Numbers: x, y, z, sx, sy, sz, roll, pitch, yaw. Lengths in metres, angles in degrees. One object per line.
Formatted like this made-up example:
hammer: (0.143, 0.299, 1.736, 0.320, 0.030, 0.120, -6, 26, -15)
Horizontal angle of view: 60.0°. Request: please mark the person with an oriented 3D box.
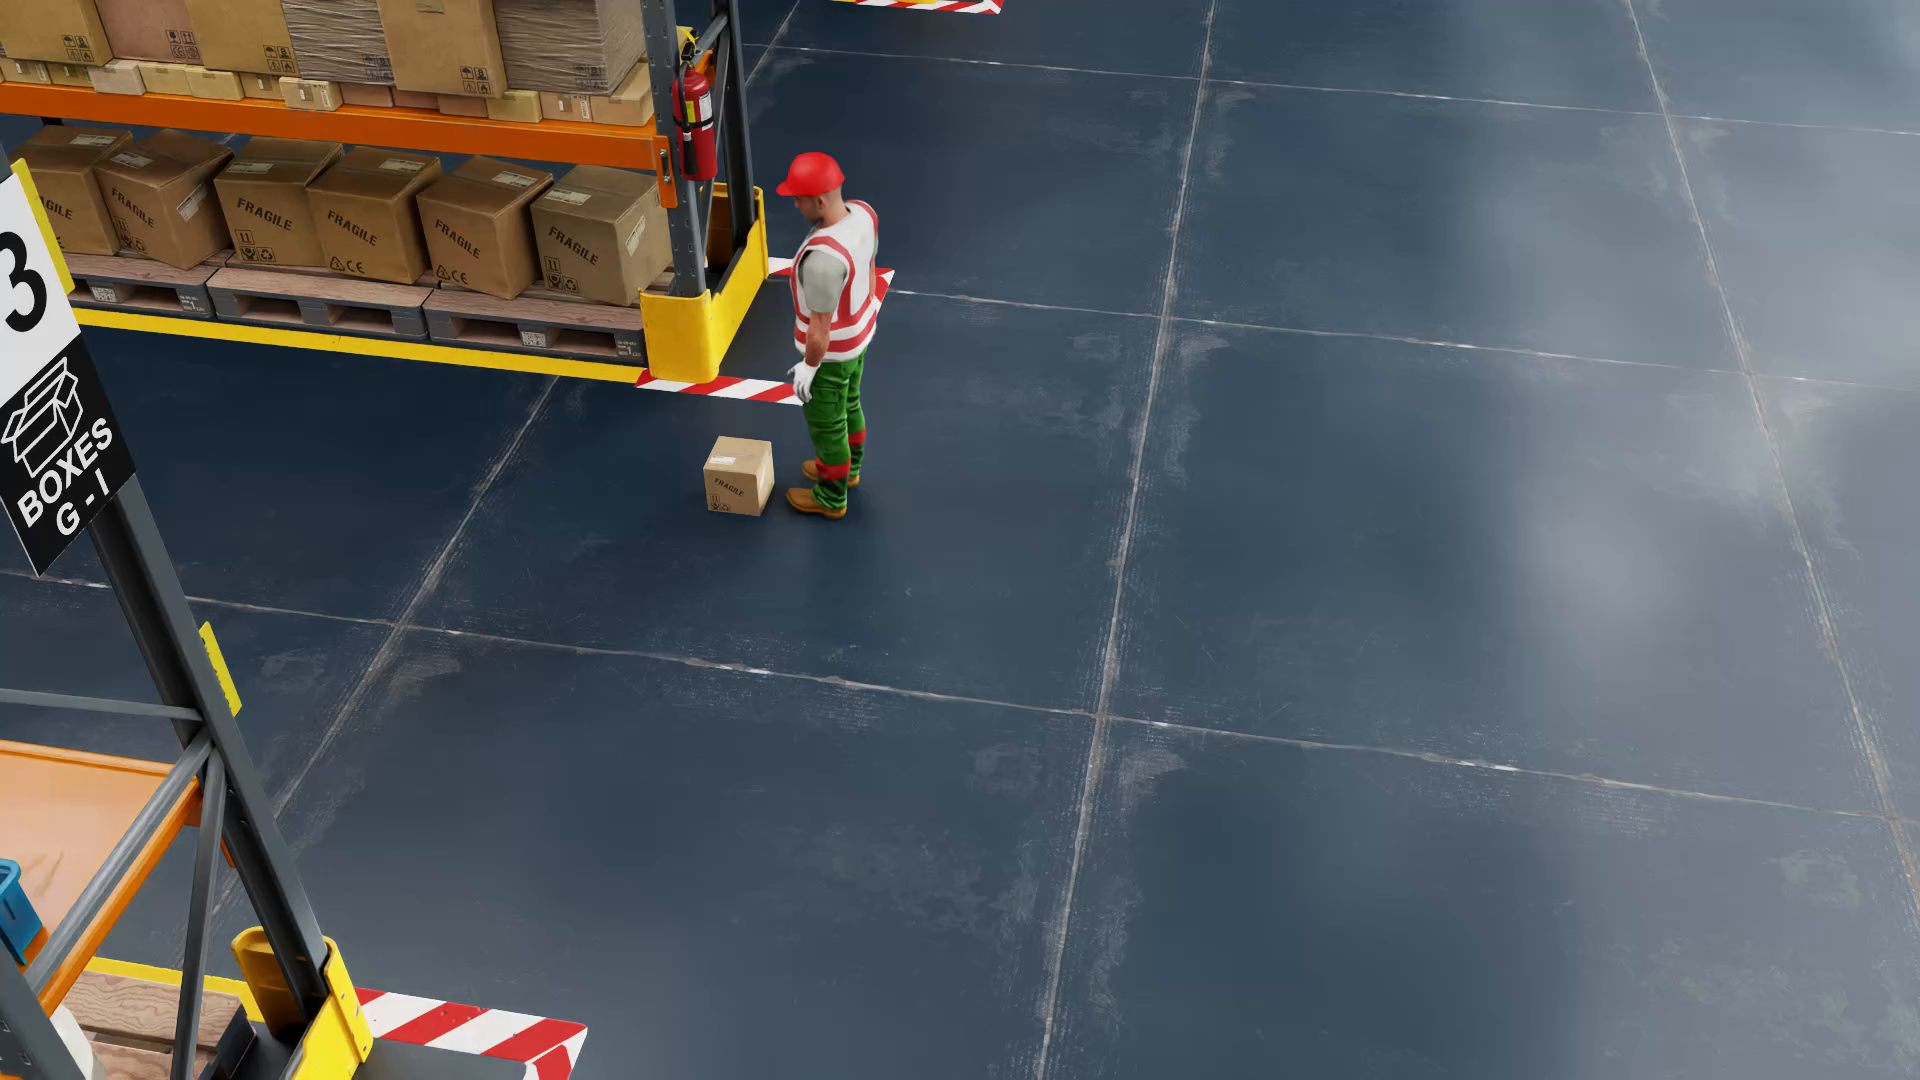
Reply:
person: (-0.591, -0.853, 7.121, 0.459, 1.792, 0.567, 12, 42, 14)
